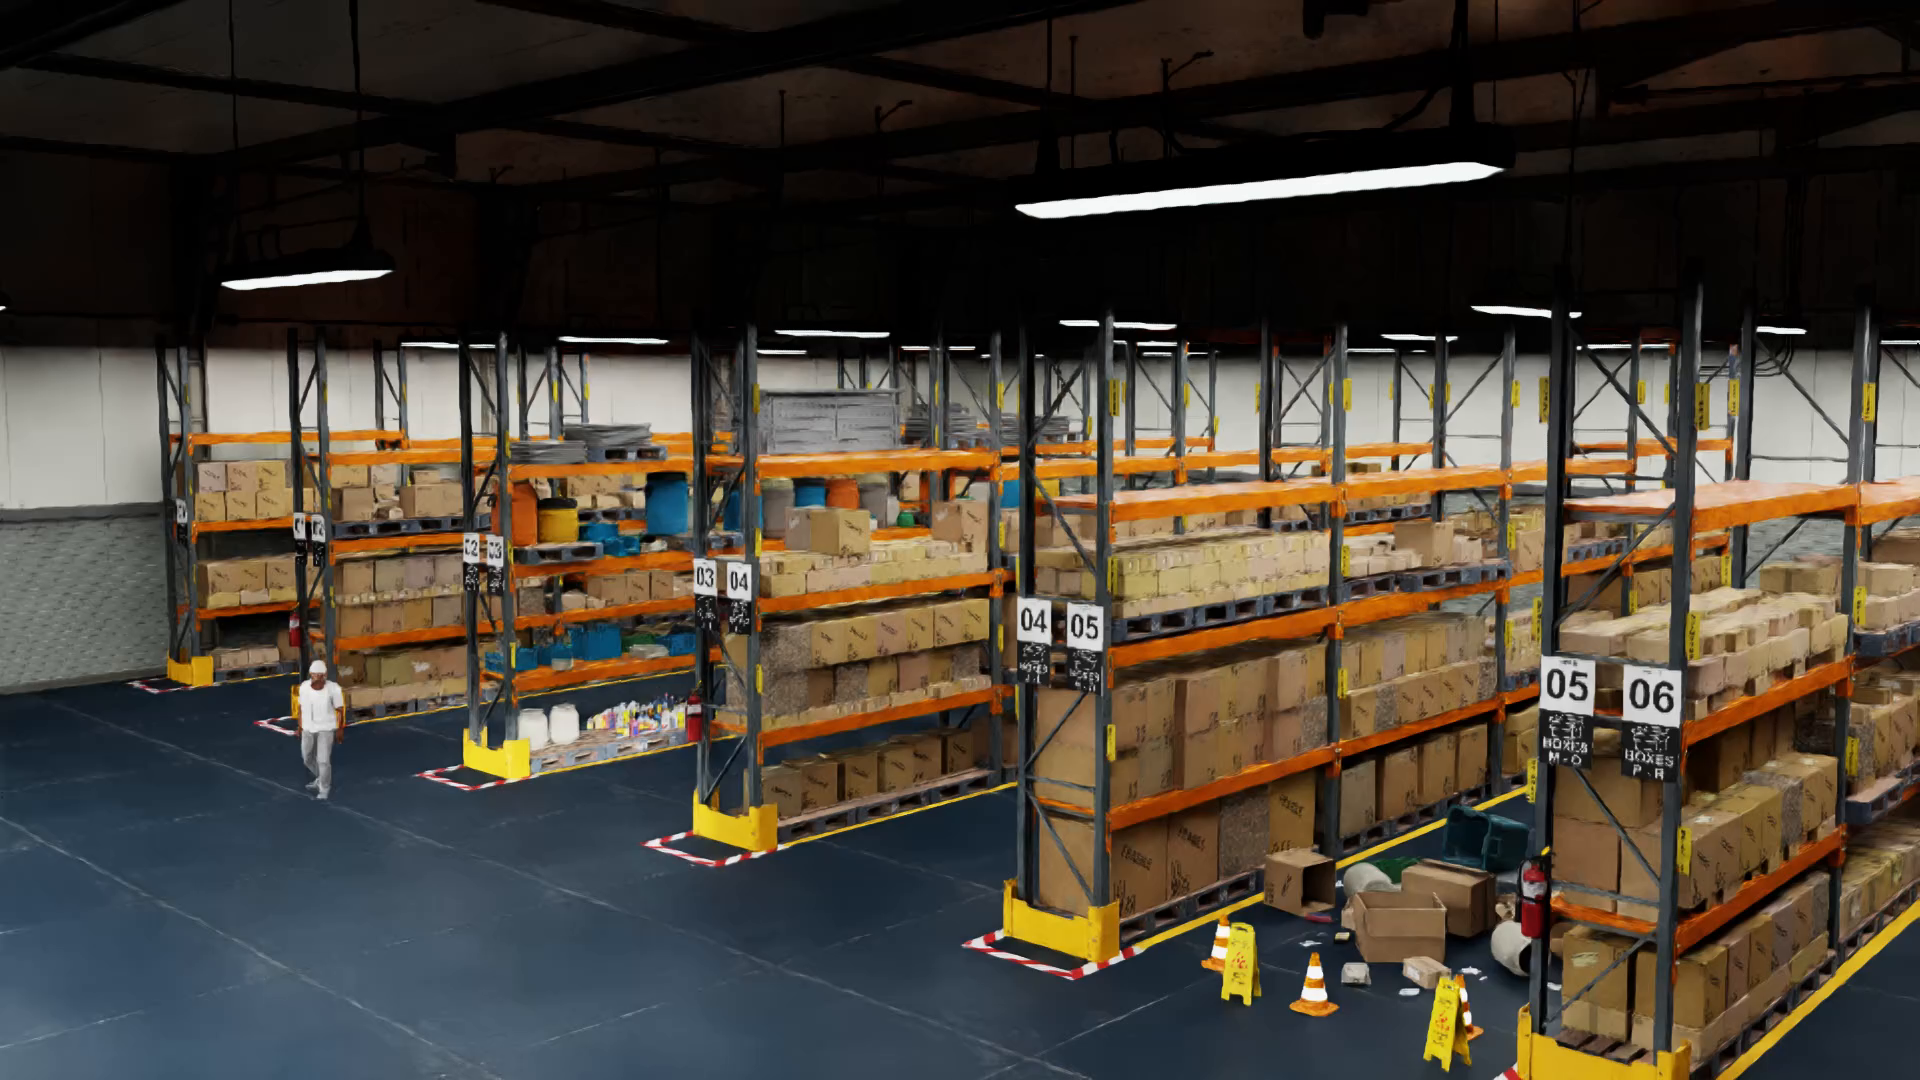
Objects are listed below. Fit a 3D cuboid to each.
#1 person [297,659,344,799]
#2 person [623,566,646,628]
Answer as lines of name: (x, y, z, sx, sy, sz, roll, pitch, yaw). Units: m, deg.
person: (-7.985, 2.344, 20.796, 0.612, 1.754, 0.579, 1, 5, 8)
person: (-6.636, 1.173, 33.612, 0.537, 1.662, 1.028, 4, 7, 34)
